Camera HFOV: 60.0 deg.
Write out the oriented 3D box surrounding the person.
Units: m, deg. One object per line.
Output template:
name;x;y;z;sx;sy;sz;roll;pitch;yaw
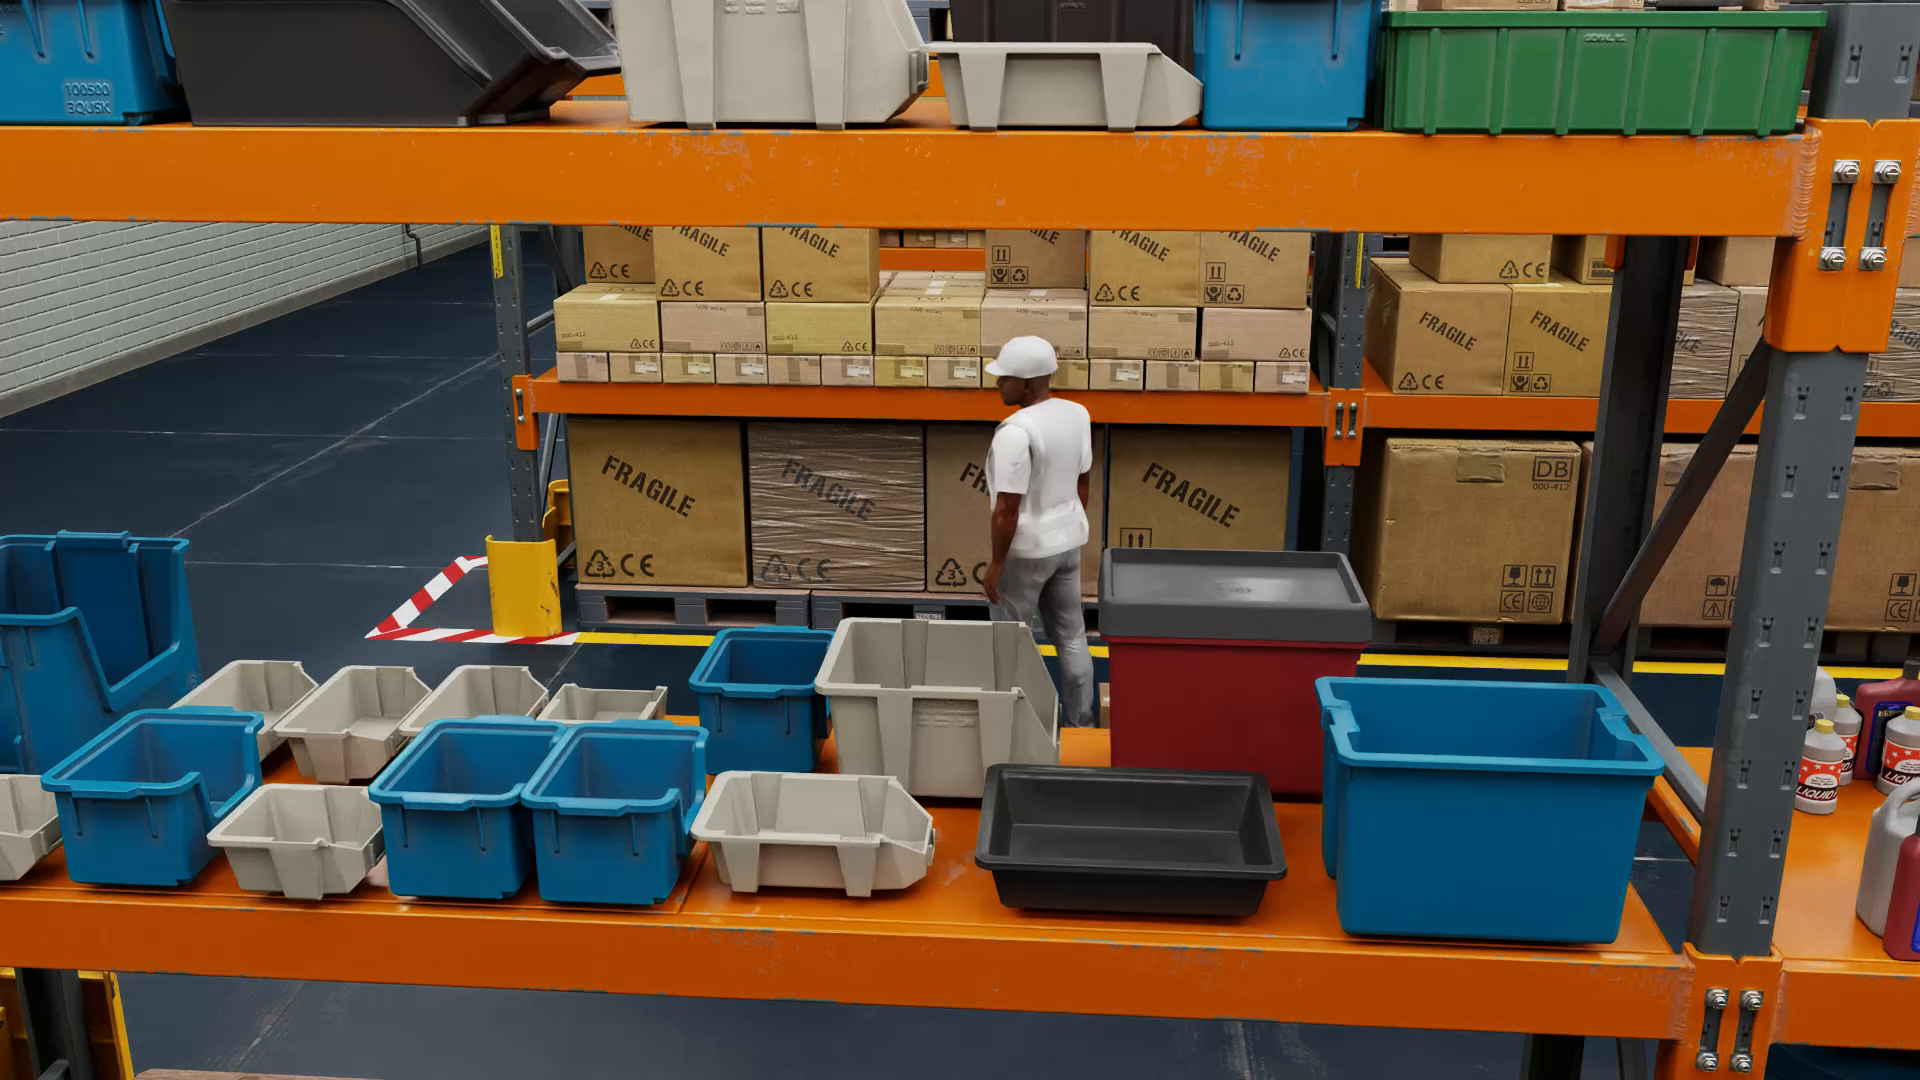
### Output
person;0.302;0.034;6.863;0.587;1.770;0.537;-16;24;-42
